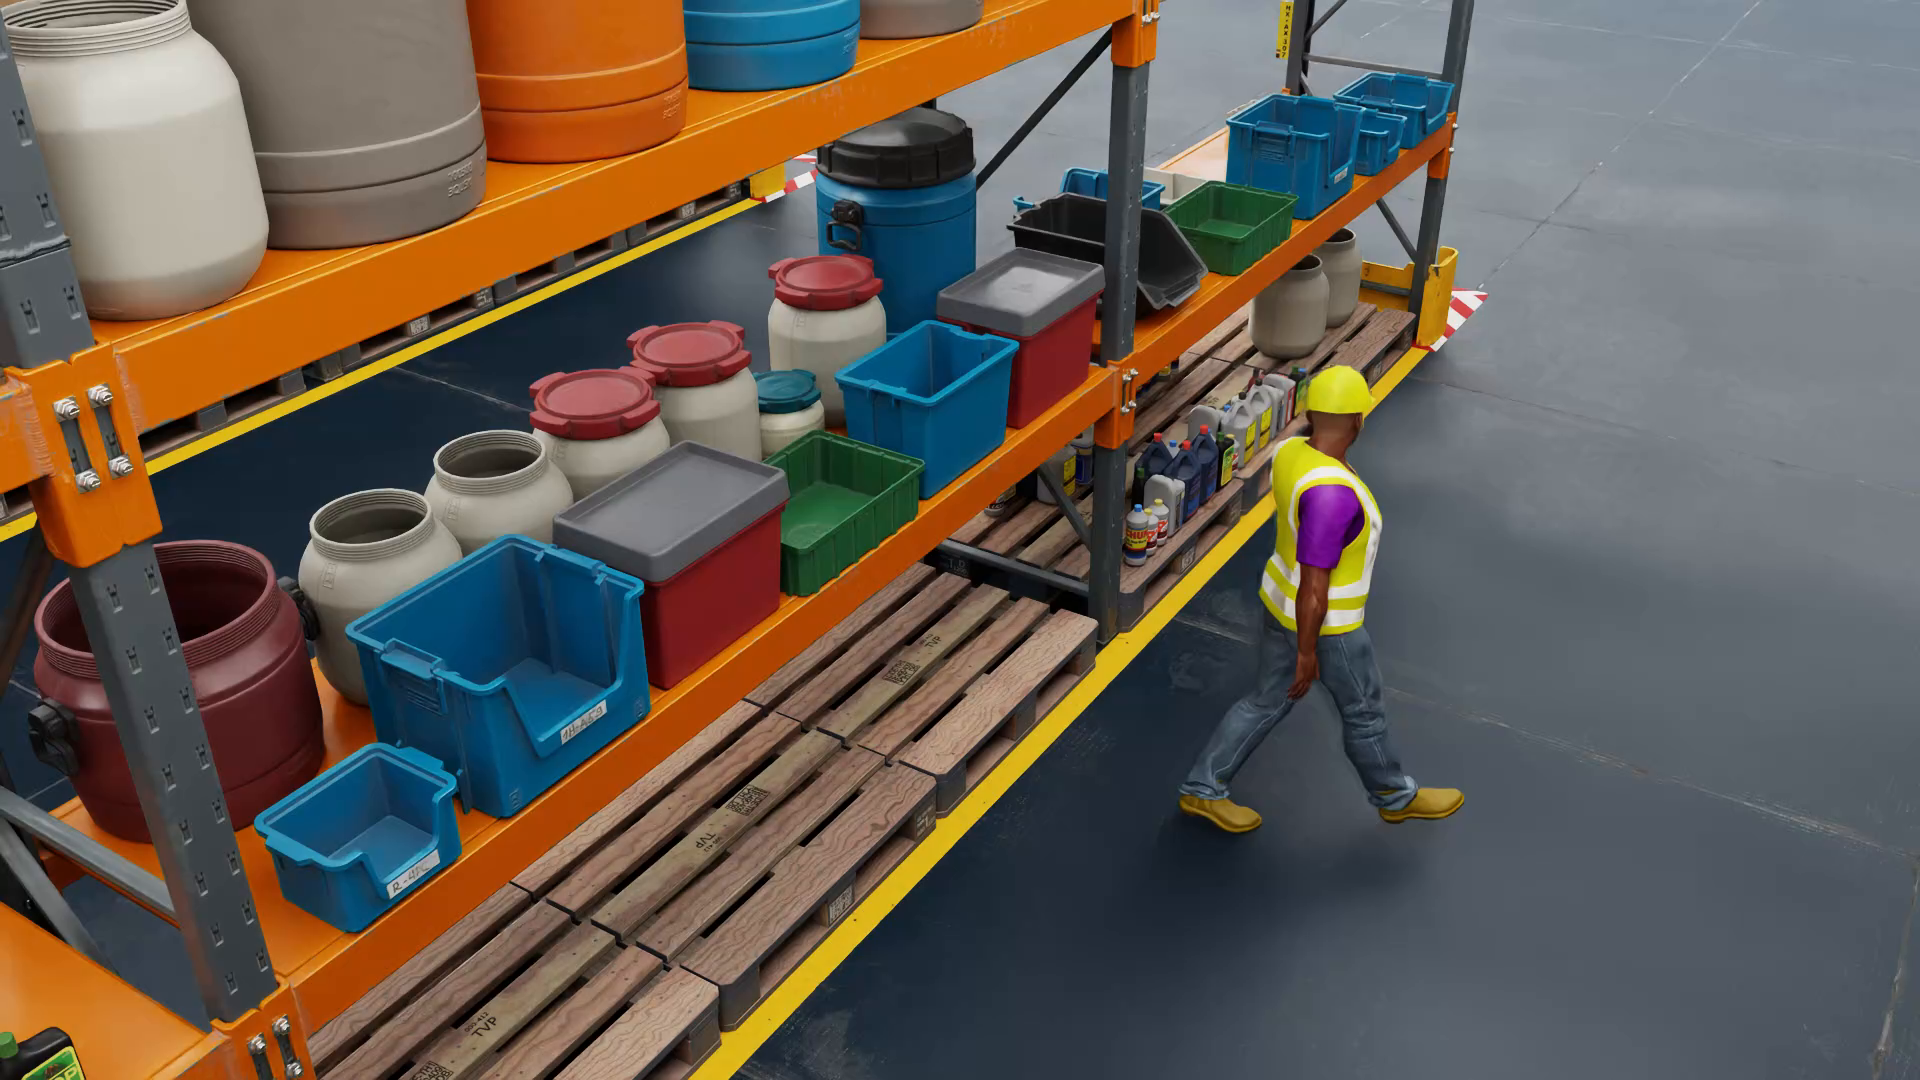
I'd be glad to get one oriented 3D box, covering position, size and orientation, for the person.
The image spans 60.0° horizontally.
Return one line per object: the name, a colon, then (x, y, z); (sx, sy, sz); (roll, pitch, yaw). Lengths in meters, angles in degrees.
person: (1.288, 0.216, 5.734); (1.016, 1.699, 0.640); (-5, 31, -9)
